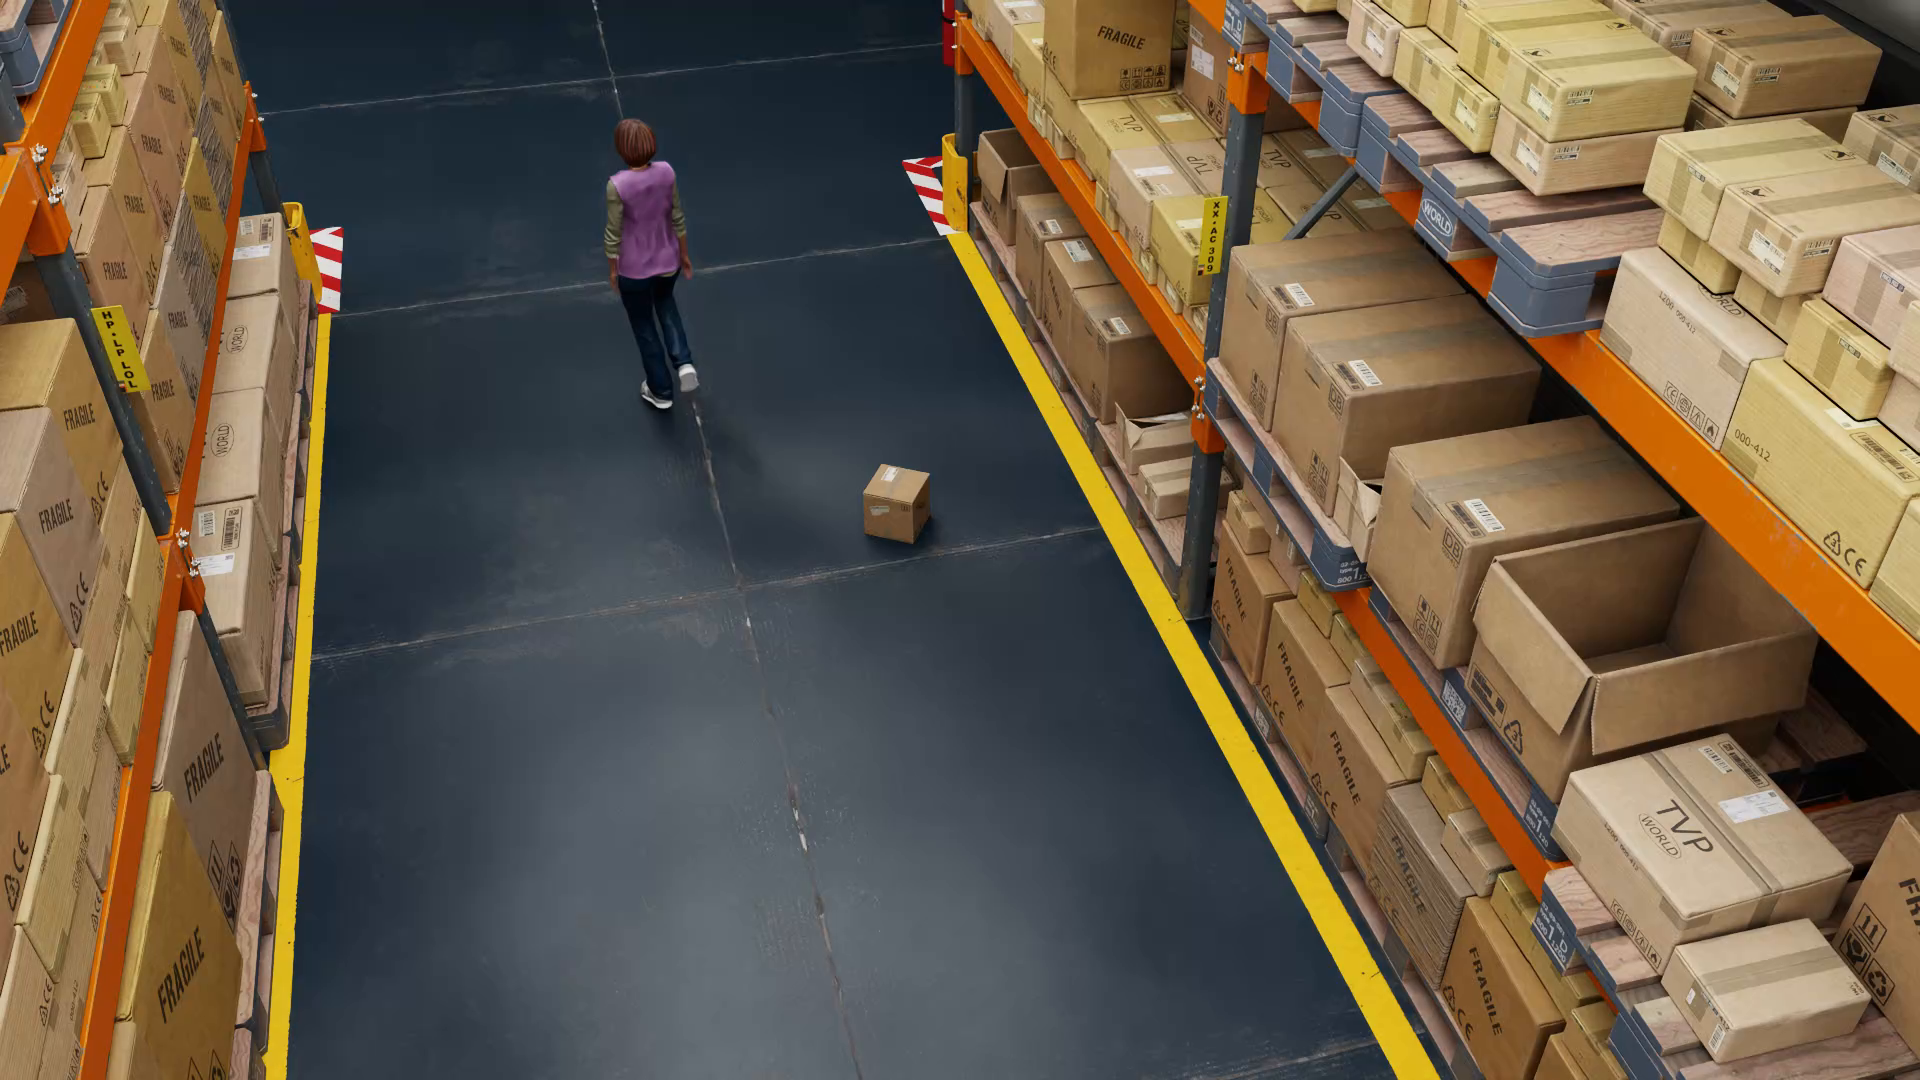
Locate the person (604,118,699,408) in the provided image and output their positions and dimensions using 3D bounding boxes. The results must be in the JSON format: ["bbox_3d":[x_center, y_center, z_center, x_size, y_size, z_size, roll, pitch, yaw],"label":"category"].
[{"bbox_3d":[-1.577,-1.390,8.415,0.436,1.596,0.432,-26,45,-28],"label":"person"}]
